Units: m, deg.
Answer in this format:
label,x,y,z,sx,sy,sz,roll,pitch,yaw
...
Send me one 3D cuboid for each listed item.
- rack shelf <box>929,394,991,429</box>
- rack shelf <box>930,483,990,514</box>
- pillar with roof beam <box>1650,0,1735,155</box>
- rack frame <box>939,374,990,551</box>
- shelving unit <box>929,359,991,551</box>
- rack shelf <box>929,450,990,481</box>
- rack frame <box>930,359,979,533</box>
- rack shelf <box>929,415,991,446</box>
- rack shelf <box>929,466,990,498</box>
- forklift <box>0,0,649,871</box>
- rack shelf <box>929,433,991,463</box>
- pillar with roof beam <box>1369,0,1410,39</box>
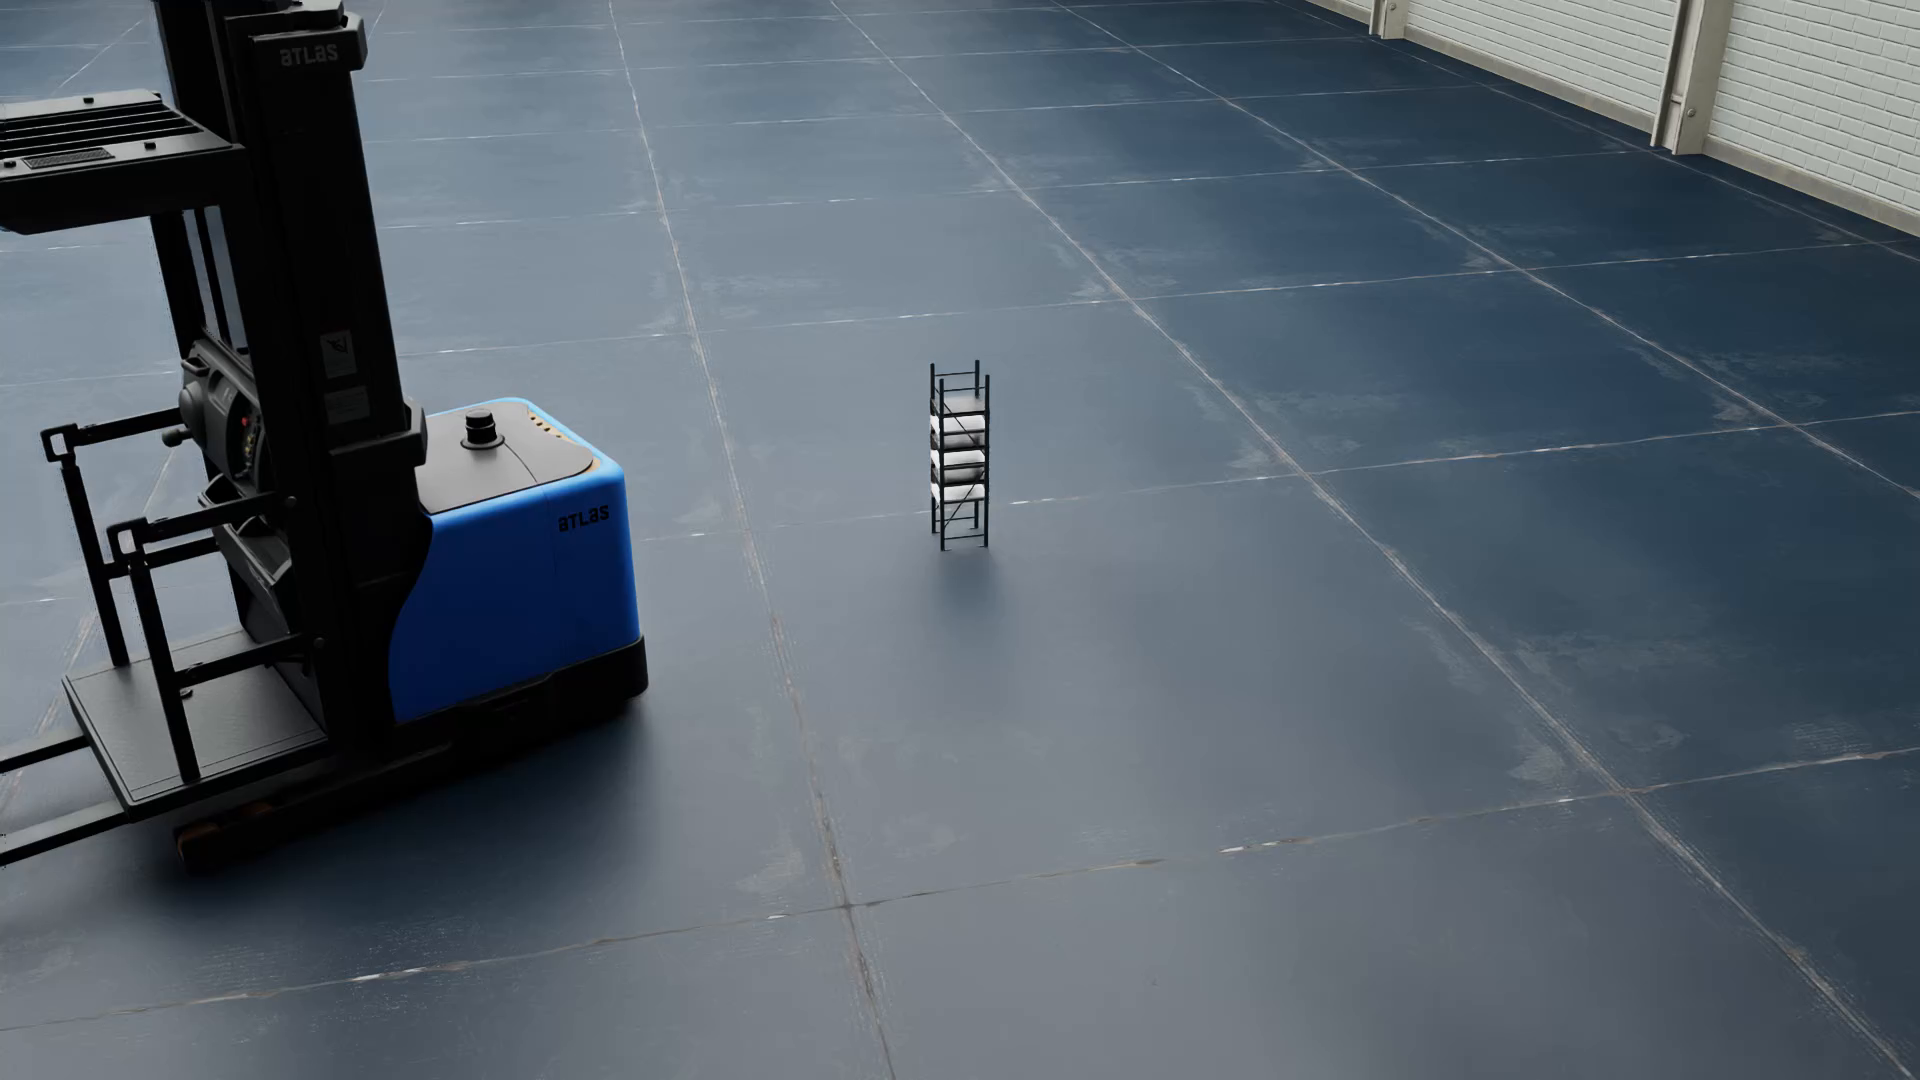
label,x,y,z,sx,sy,sz,roll,pitch,yaw
rack shelf,-0.002,-0.617,7.948,0.258,0.077,0.200,-6,27,-12
rack shelf,-0.002,-0.215,8.150,0.258,0.077,0.200,-6,27,-12
pillar with roof beam,2.466,-7.213,12.553,9.100,9.000,0.400,-6,27,-12
rack frame,0.021,-0.361,7.966,0.240,0.900,0.006,-6,27,-12
shelving unit,-0.002,-0.405,8.054,0.258,0.900,0.210,-6,27,-12
rack shelf,-0.002,-0.376,8.069,0.258,0.077,0.200,-6,27,-12
rack frame,-0.025,-0.450,8.143,0.240,0.900,0.006,-6,27,-12
rack shelf,-0.002,-0.536,7.988,0.258,0.077,0.200,-6,27,-12
rack shelf,-0.002,-0.295,8.110,0.258,0.077,0.200,-6,27,-12
forklift,-2.772,-0.404,5.798,3.031,2.935,1.130,-19,32,-33
rack shelf,-0.002,-0.456,8.029,0.258,0.077,0.200,-6,27,-12
pillar with roof beam,1.114,-9.847,17.772,9.100,9.000,0.400,-6,27,-12
